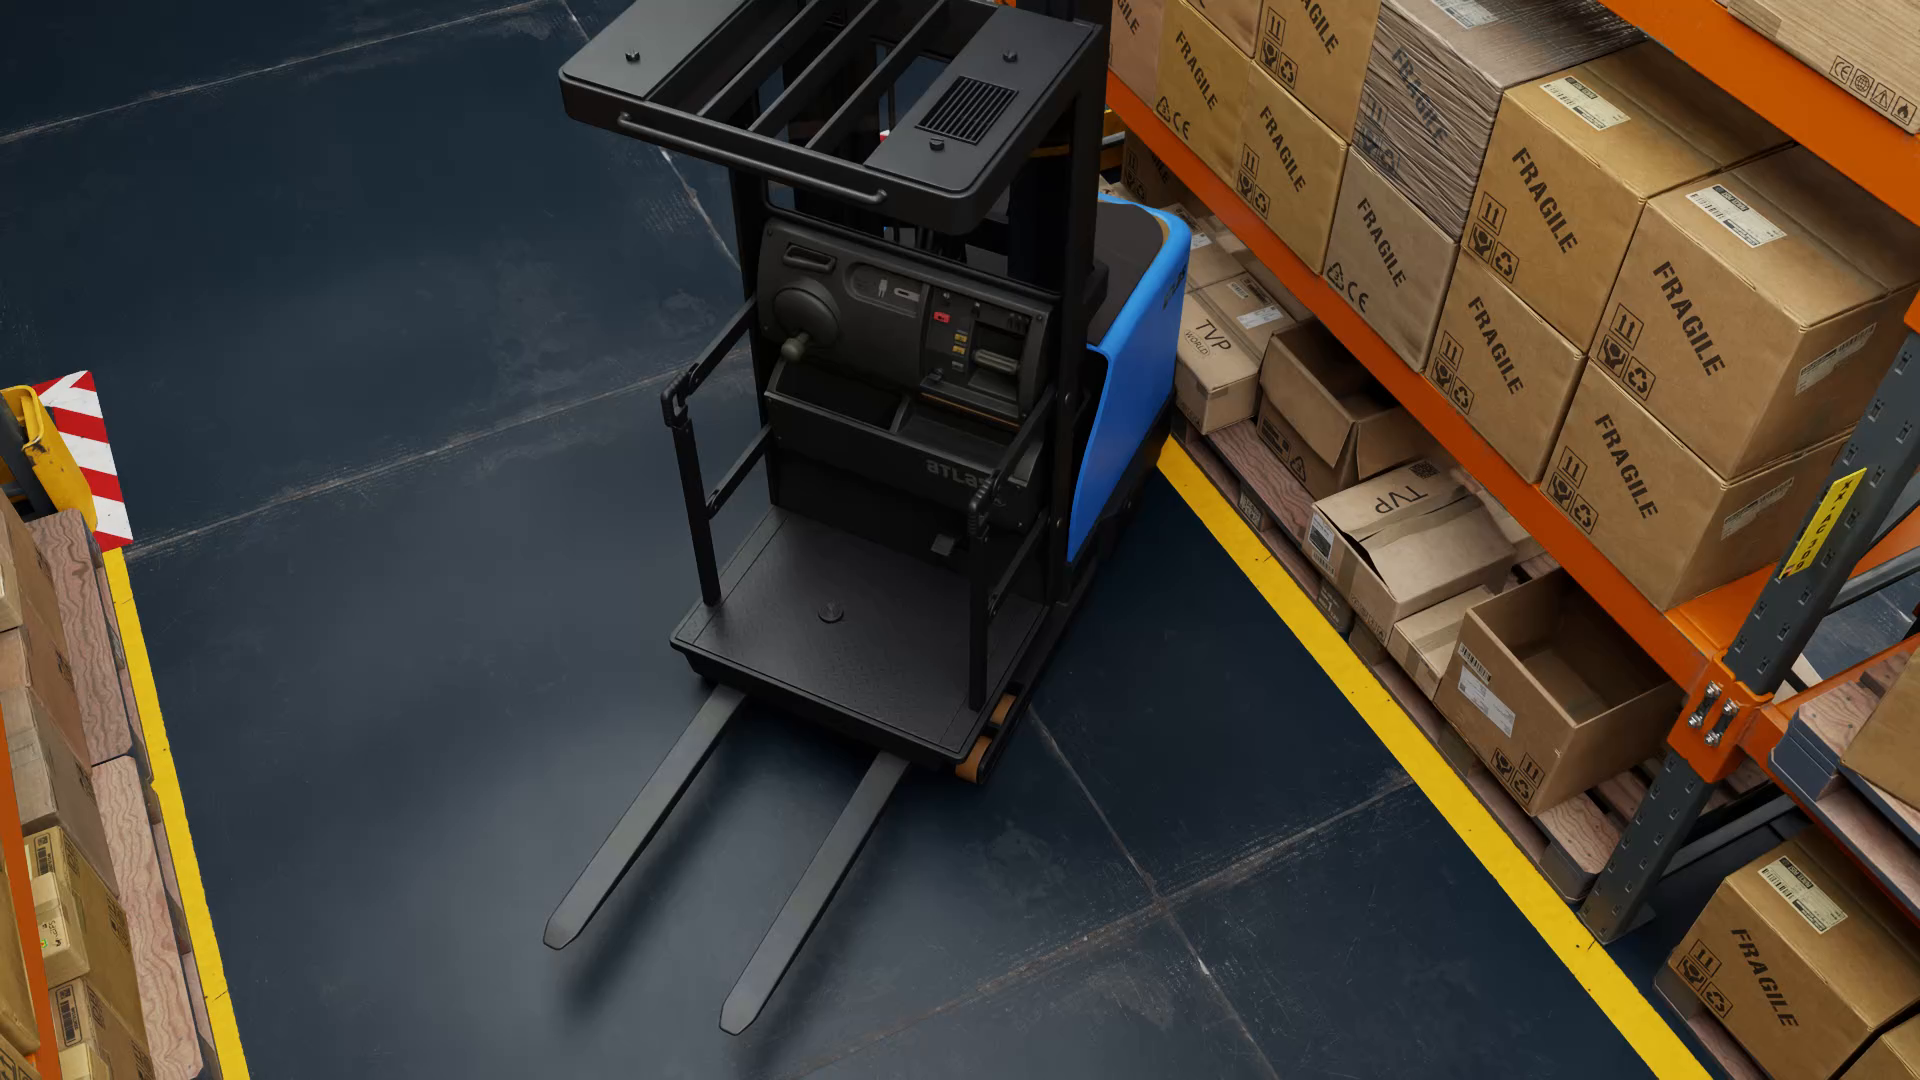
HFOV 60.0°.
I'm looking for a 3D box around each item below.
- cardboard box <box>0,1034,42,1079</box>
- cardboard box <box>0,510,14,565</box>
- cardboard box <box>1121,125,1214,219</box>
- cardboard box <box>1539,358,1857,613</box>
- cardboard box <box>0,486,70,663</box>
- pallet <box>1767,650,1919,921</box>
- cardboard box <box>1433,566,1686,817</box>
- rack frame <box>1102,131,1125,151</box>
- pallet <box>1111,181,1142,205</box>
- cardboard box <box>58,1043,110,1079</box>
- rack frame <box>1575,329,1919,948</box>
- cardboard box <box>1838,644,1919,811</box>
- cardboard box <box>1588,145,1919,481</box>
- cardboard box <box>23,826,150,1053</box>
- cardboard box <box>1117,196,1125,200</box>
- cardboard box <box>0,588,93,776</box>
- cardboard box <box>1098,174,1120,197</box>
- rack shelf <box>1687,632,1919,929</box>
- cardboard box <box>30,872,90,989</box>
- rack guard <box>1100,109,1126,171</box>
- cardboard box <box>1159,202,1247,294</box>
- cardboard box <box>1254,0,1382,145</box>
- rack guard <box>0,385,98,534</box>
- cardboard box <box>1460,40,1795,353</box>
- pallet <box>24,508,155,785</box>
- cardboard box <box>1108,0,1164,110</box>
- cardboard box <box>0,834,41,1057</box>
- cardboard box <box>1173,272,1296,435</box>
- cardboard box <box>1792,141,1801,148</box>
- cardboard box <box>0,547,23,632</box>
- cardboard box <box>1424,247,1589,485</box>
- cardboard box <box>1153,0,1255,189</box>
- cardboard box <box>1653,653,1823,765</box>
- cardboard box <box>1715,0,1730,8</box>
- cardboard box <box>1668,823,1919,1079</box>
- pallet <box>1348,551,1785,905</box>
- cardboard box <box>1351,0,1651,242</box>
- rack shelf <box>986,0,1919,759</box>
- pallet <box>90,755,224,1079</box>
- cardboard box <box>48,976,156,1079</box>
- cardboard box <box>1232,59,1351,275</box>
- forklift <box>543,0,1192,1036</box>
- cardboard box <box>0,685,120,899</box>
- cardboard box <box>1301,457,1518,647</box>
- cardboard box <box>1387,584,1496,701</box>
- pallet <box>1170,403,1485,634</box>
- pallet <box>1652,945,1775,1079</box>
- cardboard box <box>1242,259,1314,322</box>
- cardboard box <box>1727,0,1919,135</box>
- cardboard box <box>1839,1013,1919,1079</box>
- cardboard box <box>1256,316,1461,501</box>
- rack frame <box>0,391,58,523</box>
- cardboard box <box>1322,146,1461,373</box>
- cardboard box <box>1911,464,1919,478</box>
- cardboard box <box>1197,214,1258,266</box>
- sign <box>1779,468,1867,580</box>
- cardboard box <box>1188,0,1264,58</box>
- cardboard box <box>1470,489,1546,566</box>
[{"bbox_3d":[-2.233,1.301,2.920,0.980,0.700,0.700,-20,52,-17],"label":"cardboard box"},{"bbox_3d":[-3.200,0.020,5.191,0.380,0.149,0.250,-22,52,-18],"label":"cardboard box"},{"bbox_3d":[1.041,-1.660,7.078,0.500,0.500,0.500,-21,52,-18],"label":"cardboard box"},{"bbox_3d":[1.947,-0.219,4.383,0.500,0.500,0.500,-20,52,-17],"label":"cardboard box"},{"bbox_3d":[-3.420,0.210,5.455,0.700,0.500,0.500,-21,52,-18],"label":"cardboard box"},{"bbox_3d":[2.672,0.695,3.777,1.003,0.211,1.213,-21,52,-18],"label":"pallet"},{"bbox_3d":[1.891,0.454,5.228,0.500,0.500,0.500,-21,52,-18],"label":"cardboard box"},{"bbox_3d":[0.573,-2.617,6.546,1.000,3.000,0.127,-21,52,-18],"label":"rack frame"},{"bbox_3d":[0.974,-1.115,7.085,1.003,0.211,1.213,-21,52,-18],"label":"pallet"},{"bbox_3d":[-2.245,1.412,3.973,0.380,0.149,0.250,-20,52,-16],"label":"cardboard box"},{"bbox_3d":[2.404,0.060,4.205,1.000,3.000,0.127,-21,52,-18],"label":"rack frame"},{"bbox_3d":[2.421,0.283,3.665,0.500,0.500,0.700,35,58,27],"label":"cardboard box"},{"bbox_3d":[1.942,-0.552,4.009,0.500,0.500,0.500,-21,52,-17],"label":"cardboard box"},{"bbox_3d":[-2.710,1.236,4.558,0.700,0.500,0.500,-20,52,-17],"label":"cardboard box"},{"bbox_3d":[0.574,-1.263,6.952,0.380,0.166,0.250,-21,52,-18],"label":"cardboard box"},{"bbox_3d":[-3.191,0.545,5.162,0.700,0.500,0.500,-21,52,-18],"label":"cardboard box"},{"bbox_3d":[0.459,-1.425,7.105,0.380,0.149,0.250,-21,52,-18],"label":"cardboard box"},{"bbox_3d":[3.319,1.635,3.305,1.077,0.370,4.000,-21,52,-18],"label":"rack shelf"},{"bbox_3d":[-2.484,1.063,4.279,0.380,0.149,0.250,-23,53,-19],"label":"cardboard box"},{"bbox_3d":[0.608,-1.744,7.443,1.175,0.500,0.348,-21,52,-18],"label":"rack guard"},{"bbox_3d":[0.799,-1.061,6.719,0.500,0.250,0.500,-21,52,-18],"label":"cardboard box"},{"bbox_3d":[1.246,-1.568,4.898,0.500,0.500,0.500,-22,52,-18],"label":"cardboard box"},{"bbox_3d":[-3.841,-0.102,6.007,1.175,0.500,0.348,-21,52,-18],"label":"rack guard"},{"bbox_3d":[1.705,-0.894,4.308,0.500,0.500,0.500,-22,52,-18],"label":"cardboard box"},{"bbox_3d":[-3.394,0.518,5.657,1.003,0.211,1.213,-21,52,-18],"label":"pallet"},{"bbox_3d":[0.783,-1.919,5.869,0.500,0.500,0.500,-22,52,-18],"label":"cardboard box"},{"bbox_3d":[-2.562,0.811,3.349,0.980,0.700,0.700,-22,53,-18],"label":"cardboard box"},{"bbox_3d":[1.027,-0.726,6.427,0.500,0.250,0.500,-21,52,-18],"label":"cardboard box"},{"bbox_3d":[2.202,-1.060,4.453,0.500,0.500,0.500,-23,53,-19],"label":"cardboard box"},{"bbox_3d":[-3.082,0.191,5.041,0.380,0.149,0.250,-20,52,-17],"label":"cardboard box"},{"bbox_3d":[1.710,-0.564,4.684,0.500,0.500,0.500,-20,52,-17],"label":"cardboard box"},{"bbox_3d":[1.010,-1.582,5.574,0.500,0.500,0.500,-21,52,-18],"label":"cardboard box"},{"bbox_3d":[2.404,0.445,5.362,0.500,0.311,0.500,-21,52,-18],"label":"cardboard box"},{"bbox_3d":[1.725,-1.450,3.633,0.500,0.250,0.500,-21,52,-18],"label":"cardboard box"},{"bbox_3d":[2.408,1.146,4.624,0.500,0.500,0.500,-23,53,-19],"label":"cardboard box"},{"bbox_3d":[2.090,0.518,5.657,1.003,0.211,1.213,-21,52,-18],"label":"pallet"},{"bbox_3d":[1.475,-1.231,4.603,0.500,0.500,0.500,-21,52,-17],"label":"cardboard box"},{"bbox_3d":[1.488,-1.042,5.646,1.077,0.370,4.000,-21,52,-18],"label":"rack shelf"},{"bbox_3d":[-2.840,1.333,4.944,1.003,0.211,1.213,-21,52,-18],"label":"pallet"},{"bbox_3d":[-2.477,1.580,4.257,0.700,0.500,0.500,-22,52,-18],"label":"cardboard box"},{"bbox_3d":[1.237,-1.247,5.281,0.500,0.500,0.500,-21,52,-17],"label":"cardboard box"},{"bbox_3d":[-0.273,-0.543,4.778,1.130,2.935,3.031,20,52,17],"label":"forklift"},{"bbox_3d":[-2.961,0.881,4.868,0.700,0.500,0.500,-23,53,-19],"label":"cardboard box"},{"bbox_3d":[1.547,0.015,5.738,0.500,0.311,0.500,-21,52,-18],"label":"cardboard box"},{"bbox_3d":[1.666,0.340,5.562,0.380,0.149,0.250,-21,52,-18],"label":"cardboard box"},{"bbox_3d":[1.528,-0.300,6.372,1.003,0.211,1.213,-21,52,-18],"label":"pallet"},{"bbox_3d":[2.809,1.509,4.790,1.003,0.211,1.213,-21,52,-18],"label":"pallet"},{"bbox_3d":[1.449,-0.932,6.607,0.500,0.250,0.500,-21,52,-18],"label":"cardboard box"},{"bbox_3d":[1.945,-1.112,3.337,0.500,0.250,0.500,-21,52,-18],"label":"cardboard box"},{"bbox_3d":[2.662,1.499,4.315,0.500,0.500,0.500,-20,52,-17],"label":"cardboard box"},{"bbox_3d":[1.539,-0.519,6.077,0.797,0.503,0.637,-21,52,-18],"label":"cardboard box"},{"bbox_3d":[-3.830,-0.909,5.052,1.000,3.000,0.127,-21,52,-18],"label":"rack frame"},{"bbox_3d":[1.472,-0.907,4.984,0.500,0.500,0.500,-20,52,-17],"label":"cardboard box"},{"bbox_3d":[2.413,-0.408,4.548,0.500,0.500,0.500,-20,52,-17],"label":"cardboard box"},{"bbox_3d":[1.146,-1.248,6.939,0.380,0.166,0.250,-21,52,-18],"label":"cardboard box"},{"bbox_3d":[1.925,-0.033,3.711,0.100,0.325,0.005,-21,52,-18],"label":"sign"},{"bbox_3d":[1.012,-1.908,5.195,0.500,0.500,0.500,-21,52,-17],"label":"cardboard box"},{"bbox_3d":[1.999,-0.083,5.920,0.380,0.166,0.250,-21,52,-18],"label":"cardboard box"}]
